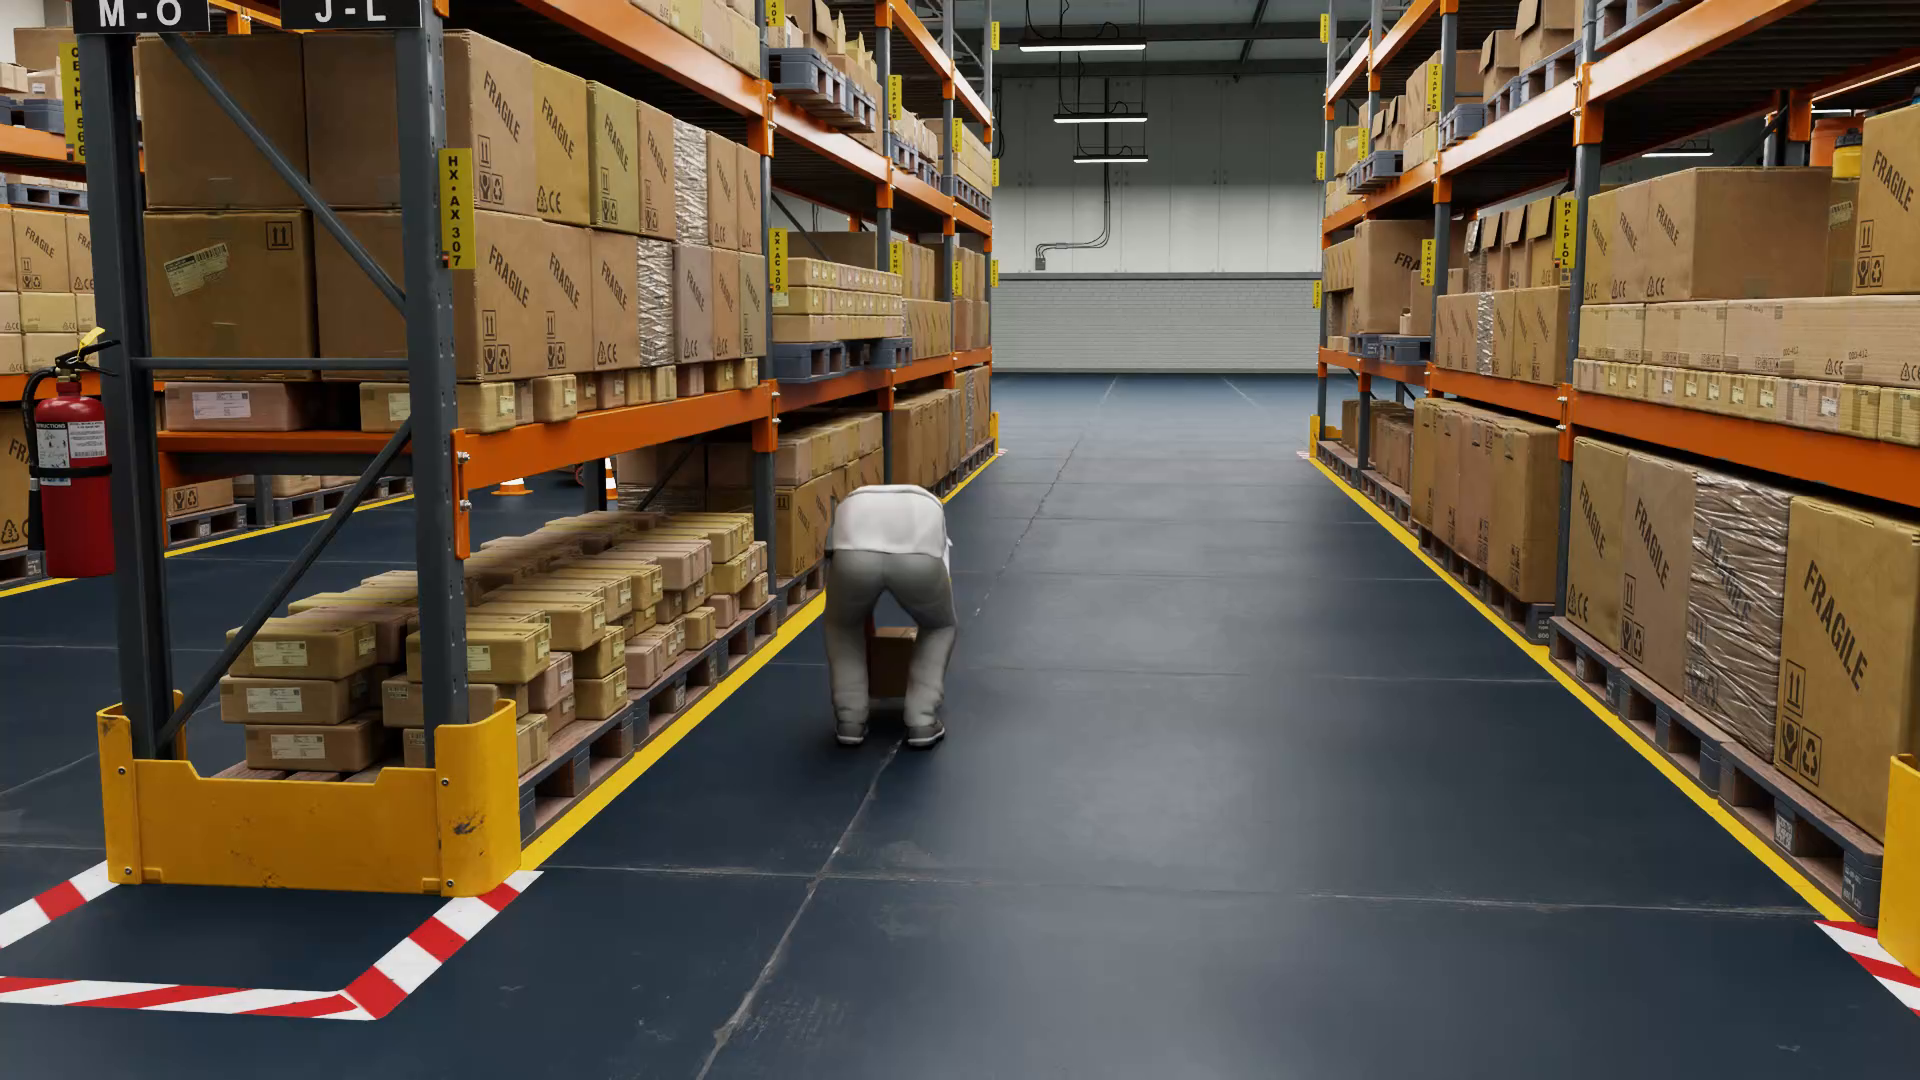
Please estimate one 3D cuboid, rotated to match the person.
[{"bbox_3d":[-0.271,0.260,6.645,0.533,1.007,1.027,0,8,2],"label":"person"}]
